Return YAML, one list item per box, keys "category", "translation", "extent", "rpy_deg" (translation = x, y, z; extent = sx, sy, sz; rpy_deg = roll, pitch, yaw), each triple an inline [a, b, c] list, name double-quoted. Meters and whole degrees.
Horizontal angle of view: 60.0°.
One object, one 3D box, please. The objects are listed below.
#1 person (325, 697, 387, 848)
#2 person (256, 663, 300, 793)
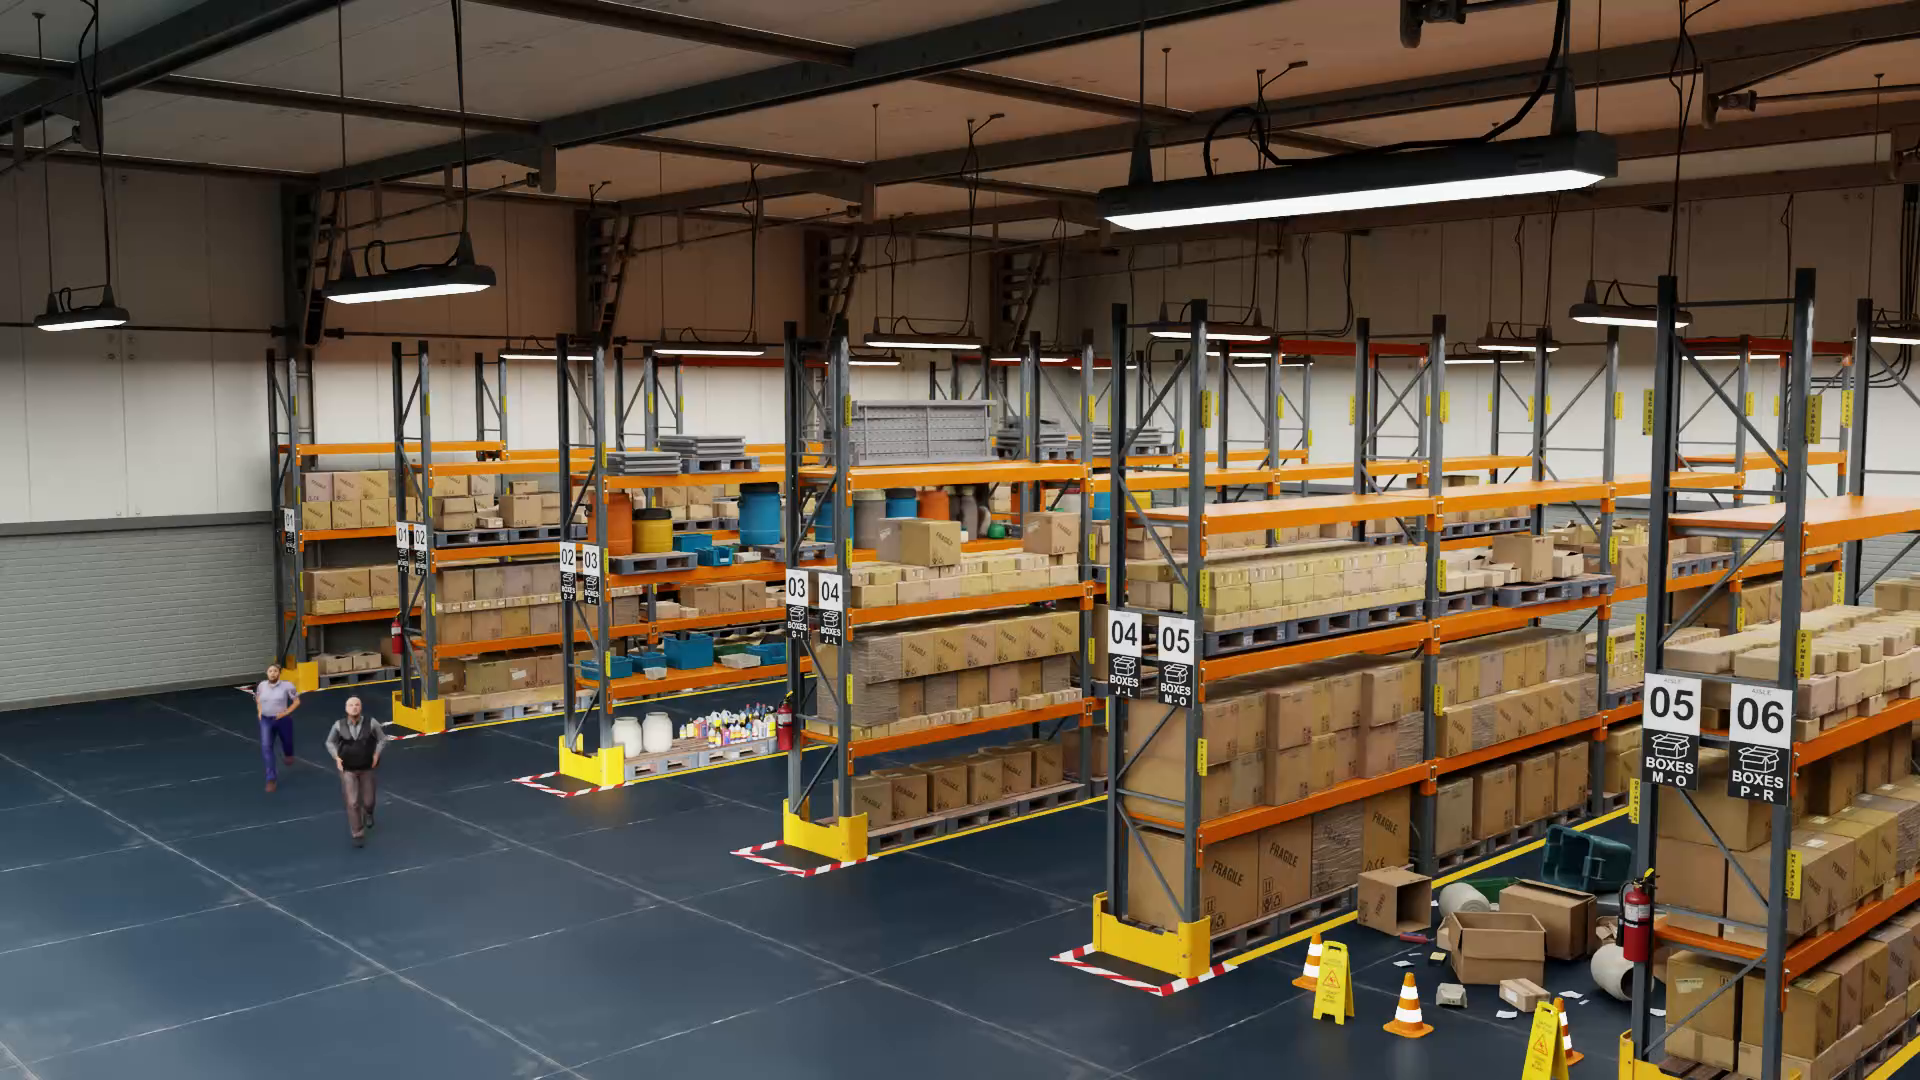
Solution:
- category: "person"
  translation: [-6.977, 2.652, 19.247]
  extent: [0.677, 1.700, 0.764]
  rpy_deg: [-2, 5, -18]
- category: "person"
  translation: [-9.078, 2.464, 22.142]
  extent: [0.578, 1.663, 1.022]
  rpy_deg: [-1, 5, -16]
